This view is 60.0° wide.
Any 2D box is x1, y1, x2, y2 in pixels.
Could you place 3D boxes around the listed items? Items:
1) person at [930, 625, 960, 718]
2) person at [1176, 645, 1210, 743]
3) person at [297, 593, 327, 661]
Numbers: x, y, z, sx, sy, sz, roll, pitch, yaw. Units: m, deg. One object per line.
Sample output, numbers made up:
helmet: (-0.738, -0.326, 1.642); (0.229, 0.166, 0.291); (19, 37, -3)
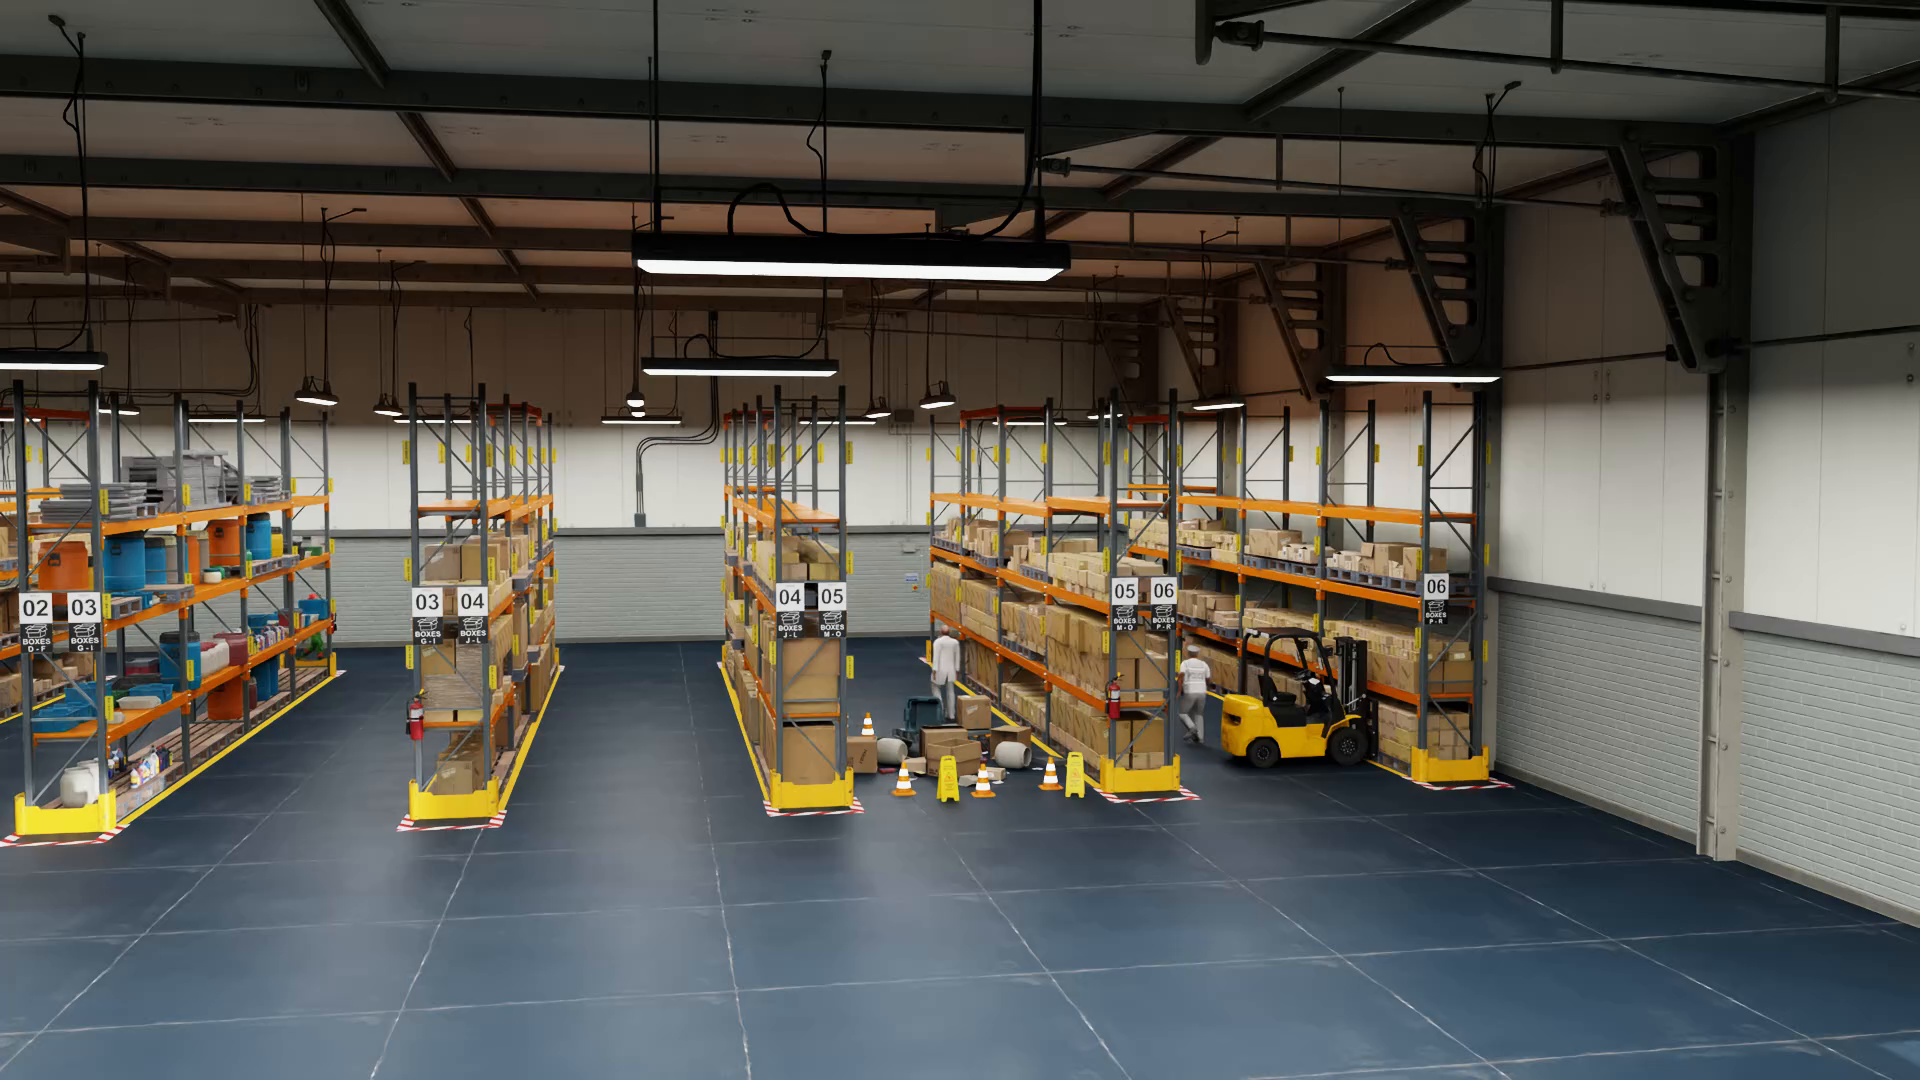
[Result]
person: (-0.260, 2.574, 31.662); (0.623, 1.719, 0.595); (-1, 3, -25)
person: (4.098, 2.695, 29.207); (0.649, 1.664, 0.788); (-1, 3, -10)
person: (-15.277, 2.131, 39.309); (1.003, 1.759, 0.583); (1, 3, 15)
